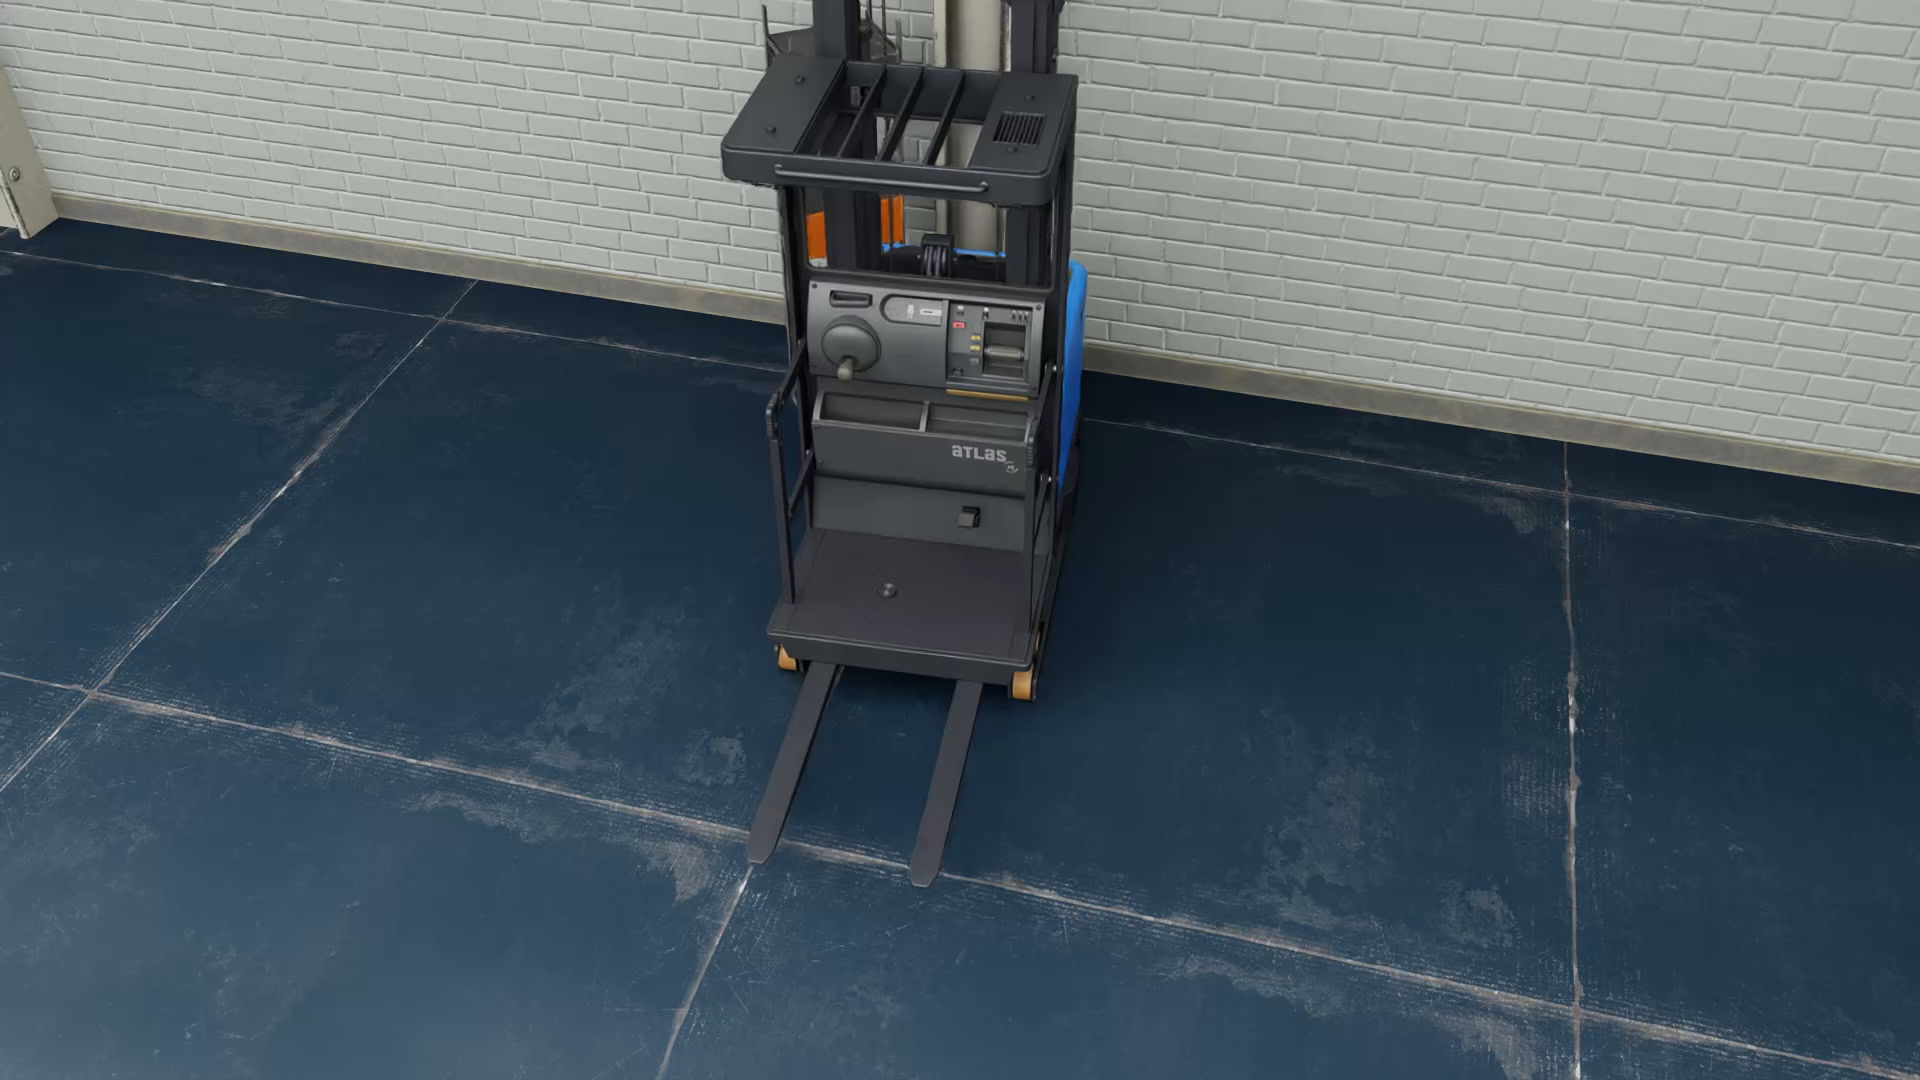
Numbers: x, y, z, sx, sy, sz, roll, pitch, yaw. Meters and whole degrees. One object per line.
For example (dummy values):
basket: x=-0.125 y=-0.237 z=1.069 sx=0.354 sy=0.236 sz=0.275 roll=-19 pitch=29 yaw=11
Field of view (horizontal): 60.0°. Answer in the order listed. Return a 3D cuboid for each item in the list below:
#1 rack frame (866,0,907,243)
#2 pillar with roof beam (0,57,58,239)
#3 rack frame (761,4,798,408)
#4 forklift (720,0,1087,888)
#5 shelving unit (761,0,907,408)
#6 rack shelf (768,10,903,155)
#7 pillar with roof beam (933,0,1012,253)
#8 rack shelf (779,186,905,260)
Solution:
rack frame: x=-0.336 y=-1.543 z=7.955 sx=0.015 sy=2.100 sz=0.400 roll=-15 pitch=42 yaw=-17
pillar with roof beam: x=-6.799 y=-2.689 z=3.954 sx=0.400 sy=9.000 sz=9.100 roll=10 pitch=41 yaw=11
rack frame: x=-0.785 y=-1.421 z=7.809 sx=0.015 sy=2.100 sz=0.400 roll=-15 pitch=42 yaw=-17
forklift: x=-0.172 y=-0.710 z=6.316 sx=1.130 sy=2.935 sz=3.031 roll=7 pitch=40 yaw=8
shelving unit: x=-0.561 y=-1.482 z=7.882 sx=0.503 sy=2.100 sz=0.431 roll=-15 pitch=42 yaw=-17
rack shelf: x=-0.561 y=-2.008 z=7.440 sx=0.480 sy=0.518 sz=0.431 roll=-15 pitch=42 yaw=-17
pillar with roof beam: x=-1.003 y=-1.691 z=2.767 sx=0.400 sy=9.000 sz=9.100 roll=10 pitch=41 yaw=11
rack shelf: x=-0.561 y=-1.471 z=7.891 sx=0.480 sy=0.518 sz=0.431 roll=-15 pitch=42 yaw=-17
